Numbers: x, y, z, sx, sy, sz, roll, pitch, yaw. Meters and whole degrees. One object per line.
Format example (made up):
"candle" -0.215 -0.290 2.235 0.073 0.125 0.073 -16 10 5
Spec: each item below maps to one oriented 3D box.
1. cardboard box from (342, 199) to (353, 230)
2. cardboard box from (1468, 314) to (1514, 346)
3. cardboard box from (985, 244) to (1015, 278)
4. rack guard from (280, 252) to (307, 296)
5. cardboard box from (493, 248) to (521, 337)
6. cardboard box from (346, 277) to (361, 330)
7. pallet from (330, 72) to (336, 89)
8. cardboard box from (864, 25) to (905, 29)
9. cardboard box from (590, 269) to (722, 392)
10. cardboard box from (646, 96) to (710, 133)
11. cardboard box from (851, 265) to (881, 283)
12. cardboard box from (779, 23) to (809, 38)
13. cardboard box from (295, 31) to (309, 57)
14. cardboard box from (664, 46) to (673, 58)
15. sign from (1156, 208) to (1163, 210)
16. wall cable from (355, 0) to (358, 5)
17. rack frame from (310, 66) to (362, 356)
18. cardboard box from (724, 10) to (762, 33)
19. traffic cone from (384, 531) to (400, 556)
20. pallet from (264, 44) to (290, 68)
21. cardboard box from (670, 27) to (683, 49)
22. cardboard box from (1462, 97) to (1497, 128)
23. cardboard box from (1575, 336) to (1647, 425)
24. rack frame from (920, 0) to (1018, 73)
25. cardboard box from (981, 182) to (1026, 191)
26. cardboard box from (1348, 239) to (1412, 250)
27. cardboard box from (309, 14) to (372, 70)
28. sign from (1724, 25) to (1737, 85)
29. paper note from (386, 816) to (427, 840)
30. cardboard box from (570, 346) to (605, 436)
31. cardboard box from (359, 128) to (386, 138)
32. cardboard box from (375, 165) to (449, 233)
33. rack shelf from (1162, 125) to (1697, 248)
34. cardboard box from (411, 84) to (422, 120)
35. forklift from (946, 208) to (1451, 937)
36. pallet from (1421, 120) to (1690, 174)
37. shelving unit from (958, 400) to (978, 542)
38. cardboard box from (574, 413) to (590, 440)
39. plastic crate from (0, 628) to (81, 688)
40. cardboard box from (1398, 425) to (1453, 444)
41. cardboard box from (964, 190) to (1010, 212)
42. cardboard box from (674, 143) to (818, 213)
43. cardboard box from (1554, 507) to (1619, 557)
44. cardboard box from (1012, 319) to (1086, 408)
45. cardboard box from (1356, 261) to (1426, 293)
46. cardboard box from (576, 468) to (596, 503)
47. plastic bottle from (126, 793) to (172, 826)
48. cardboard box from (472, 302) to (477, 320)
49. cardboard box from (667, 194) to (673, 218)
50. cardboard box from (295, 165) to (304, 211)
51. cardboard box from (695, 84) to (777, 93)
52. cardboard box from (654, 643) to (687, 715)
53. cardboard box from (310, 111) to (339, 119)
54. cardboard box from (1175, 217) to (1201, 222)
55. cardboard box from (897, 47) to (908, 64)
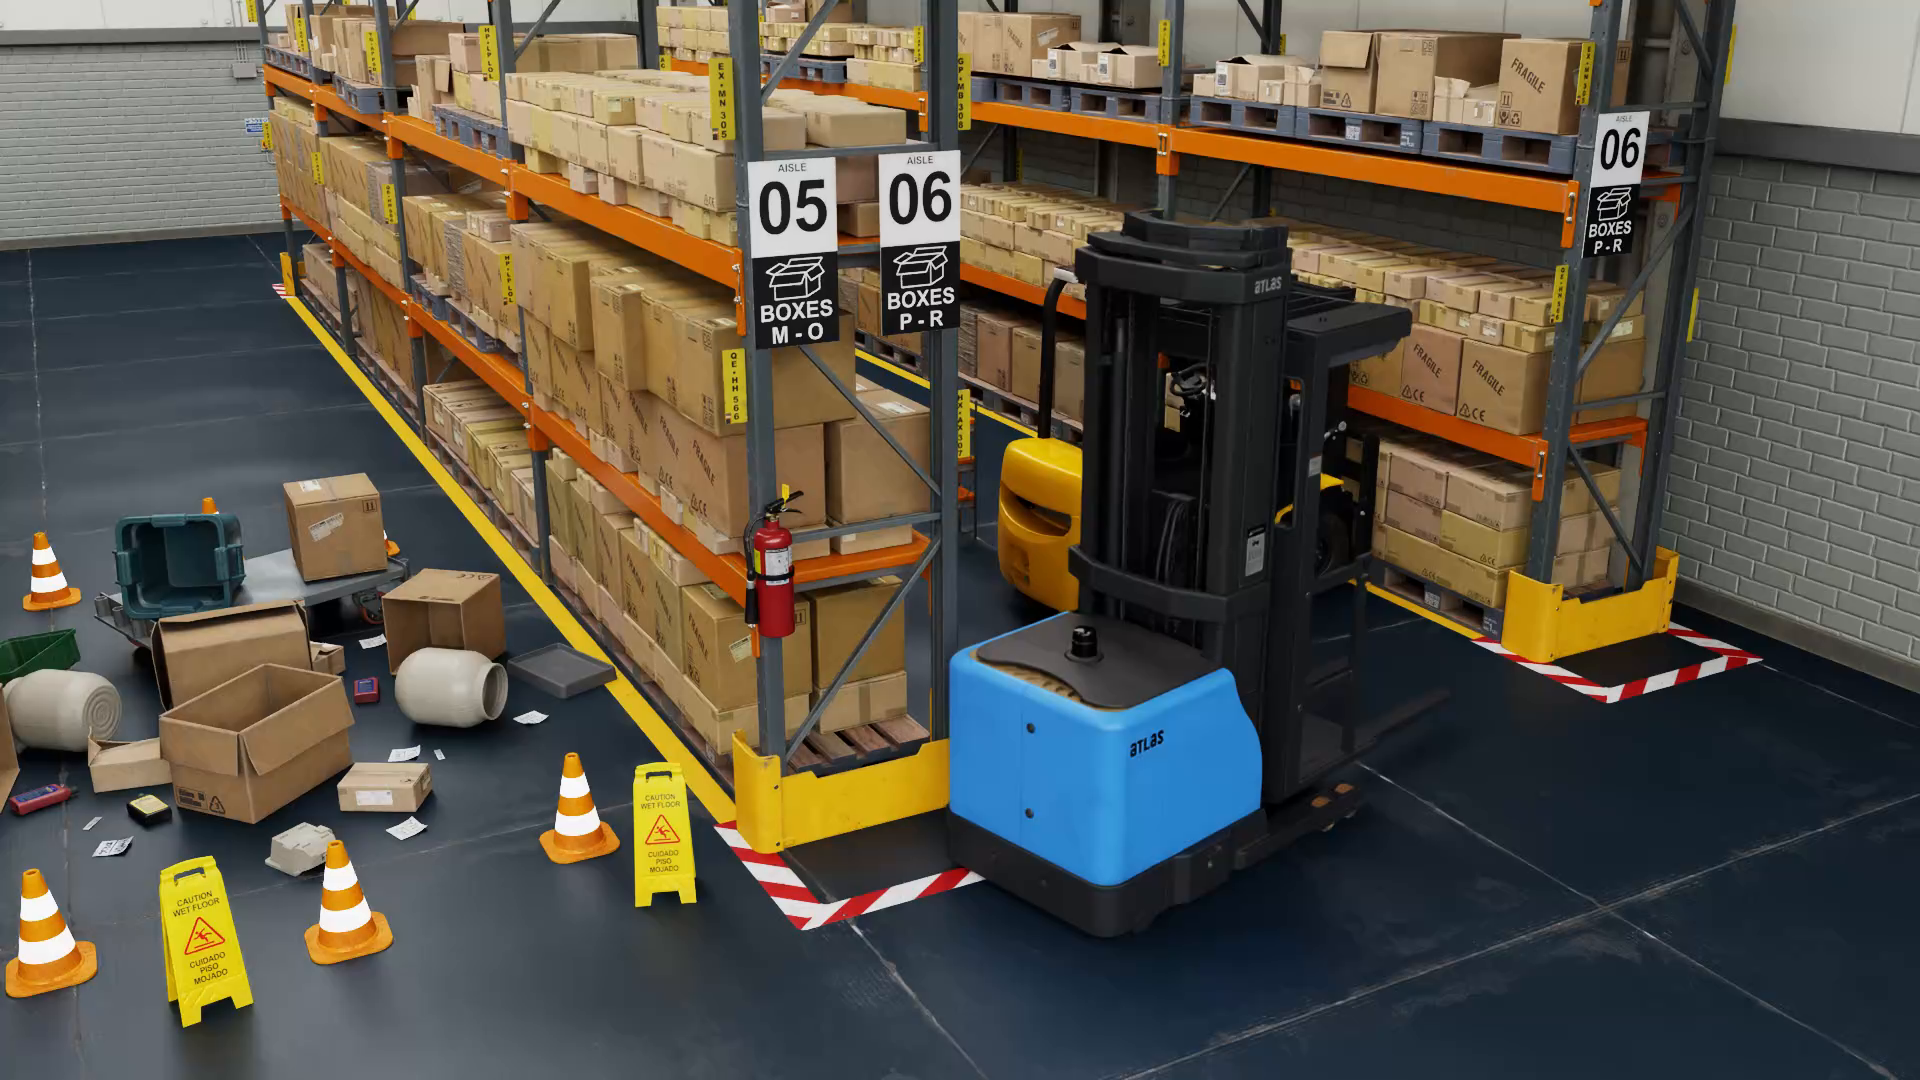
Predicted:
"cardboard box" -5.725 -3.194 16.252 0.500 0.250 0.500 -10 21 -26
"cardboard box" 3.332 -1.297 10.143 0.380 0.149 0.250 -10 21 -26
"cardboard box" 0.573 -2.586 15.258 0.500 0.250 0.500 -11 22 -28
"rack guard" -8.085 -3.466 21.410 1.175 0.500 0.348 -10 21 -27
"cardboard box" -2.797 -1.680 11.147 0.500 0.500 0.500 -10 22 -28
"cardboard box" -6.378 -2.677 18.575 0.875 0.438 0.875 -10 22 -27
"pallet" -5.695 -4.565 16.456 0.805 0.209 1.217 -11 22 -29
"cardboard box" -0.808 -5.442 17.837 0.380 0.149 0.250 -9 21 -25
"cardboard box" -1.477 -1.098 8.573 0.700 0.500 0.500 -10 22 -27
"cardboard box" -1.307 -2.078 8.119 0.380 0.149 0.250 -10 21 -27
"cardboard box" -0.971 -2.925 18.205 0.380 0.149 0.250 -11 22 -29
"cardboard box" -1.779 -5.650 18.439 0.380 0.149 0.250 -10 22 -28
"cardboard box" -6.759 -5.227 17.490 0.396 0.266 0.258 -9 21 -25
"cardboard box" -3.760 -6.583 22.396 0.380 0.149 0.250 -9 21 -26
"sign" 1.518 -2.389 12.803 0.100 0.325 0.005 -10 21 -27
"wall cable" -10.359 -9.182 24.945 2.355 3.000 0.029 -10 21 -27
"rack frame" -6.174 -3.493 17.655 1.000 3.000 0.127 -10 21 -27
"cardboard box" -2.508 -6.238 20.021 0.500 0.250 0.500 -10 22 -28
"traffic cone" -4.196 -0.136 11.816 0.336 0.463 0.334 -10 21 -27
"pallet" -7.712 -5.806 19.895 1.003 0.211 1.213 -10 21 -27
"cardboard box" -3.477 -6.586 21.795 0.500 0.250 0.500 -10 21 -26
"cardboard box" 3.230 -2.554 9.923 0.380 0.149 0.250 -11 22 -28
"cardboard box" 3.900 -1.050 10.423 0.500 0.500 0.500 -9 21 -25
"rack frame" 0.092 -5.950 15.580 1.000 3.000 0.127 -10 21 -27
"cardboard box" 0.424 -3.406 16.256 0.380 0.149 0.250 -9 21 -25
"cardboard box" 2.989 -2.043 11.850 0.380 0.149 0.250 -10 22 -27
"cardboard box" -6.011 -4.858 16.217 0.500 0.500 0.500 -10 22 -28
"sign" 4.382 -2.771 9.502 0.100 0.325 0.005 -10 21 -27
"paper note" -2.677 1.393 8.049 0.142 0.019 0.148 16 25 39
"cardboard box" -1.926 -0.928 9.613 0.500 0.500 0.500 -10 21 -27
"cardboard box" -6.187 -4.187 17.980 0.500 0.500 0.500 -10 21 -26
"cardboard box" -4.750 -2.972 14.460 0.500 0.500 0.500 -11 22 -28
"rack shelf" 2.941 -2.470 11.195 1.077 0.370 4.000 -10 21 -27
"cardboard box" -4.154 -3.509 13.309 0.396 0.266 0.258 -10 21 -27
"forklift" 1.350 -0.086 7.886 3.031 2.935 1.130 -17 26 -41
"pallet" 3.578 -2.401 10.028 1.003 0.211 1.213 -10 21 -27
"shelving unit" -0.025 -0.512 12.005 0.215 1.050 0.252 -10 21 -27
"cardboard box" -2.103 -0.725 10.019 0.380 0.149 0.250 -9 21 -25
"plastic crate" -5.448 0.749 9.586 0.450 0.188 0.662 -9 19 5
"cardboard box" 3.361 -0.645 11.439 0.500 0.250 0.500 -10 21 -27
"cardboard box" 0.256 -3.185 15.615 0.380 0.149 0.250 -9 21 -25
"cardboard box" -0.956 -1.641 7.463 0.500 0.250 0.500 -10 22 -27
"cardboard box" 3.850 -0.120 10.686 0.500 0.250 0.500 -10 21 -26
"cardboard box" 1.013 -1.630 15.252 0.875 0.625 0.625 -11 22 -29
"cardboard box" 2.841 -1.733 10.952 0.380 0.149 0.250 -10 21 -26
"cardboard box" -2.081 -0.352 9.981 0.380 0.149 0.250 -9 21 -25
"plastic bottle" -4.017 1.322 8.206 0.283 0.061 0.133 16 25 39
"cardboard box" -3.334 -1.676 12.131 0.380 0.149 0.250 -10 21 -27
"cardboard box" -1.196 -1.637 8.064 0.380 0.149 0.250 -10 21 -26
"cardboard box" -7.355 -4.075 19.189 0.500 0.500 0.500 -9 21 -25
"cardboard box" -1.212 -2.385 9.008 0.380 0.149 0.250 -10 21 -26
"cardboard box" -1.336 0.713 9.038 0.500 0.250 0.500 -10 21 -26
"cardboard box" -6.876 -4.594 18.165 0.380 0.149 0.250 -10 21 -27
"cardboard box" 1.814 -2.611 13.952 0.380 0.149 0.250 -10 21 -27
"cardboard box" -0.394 -4.792 16.440 0.380 0.149 0.250 -11 22 -28
